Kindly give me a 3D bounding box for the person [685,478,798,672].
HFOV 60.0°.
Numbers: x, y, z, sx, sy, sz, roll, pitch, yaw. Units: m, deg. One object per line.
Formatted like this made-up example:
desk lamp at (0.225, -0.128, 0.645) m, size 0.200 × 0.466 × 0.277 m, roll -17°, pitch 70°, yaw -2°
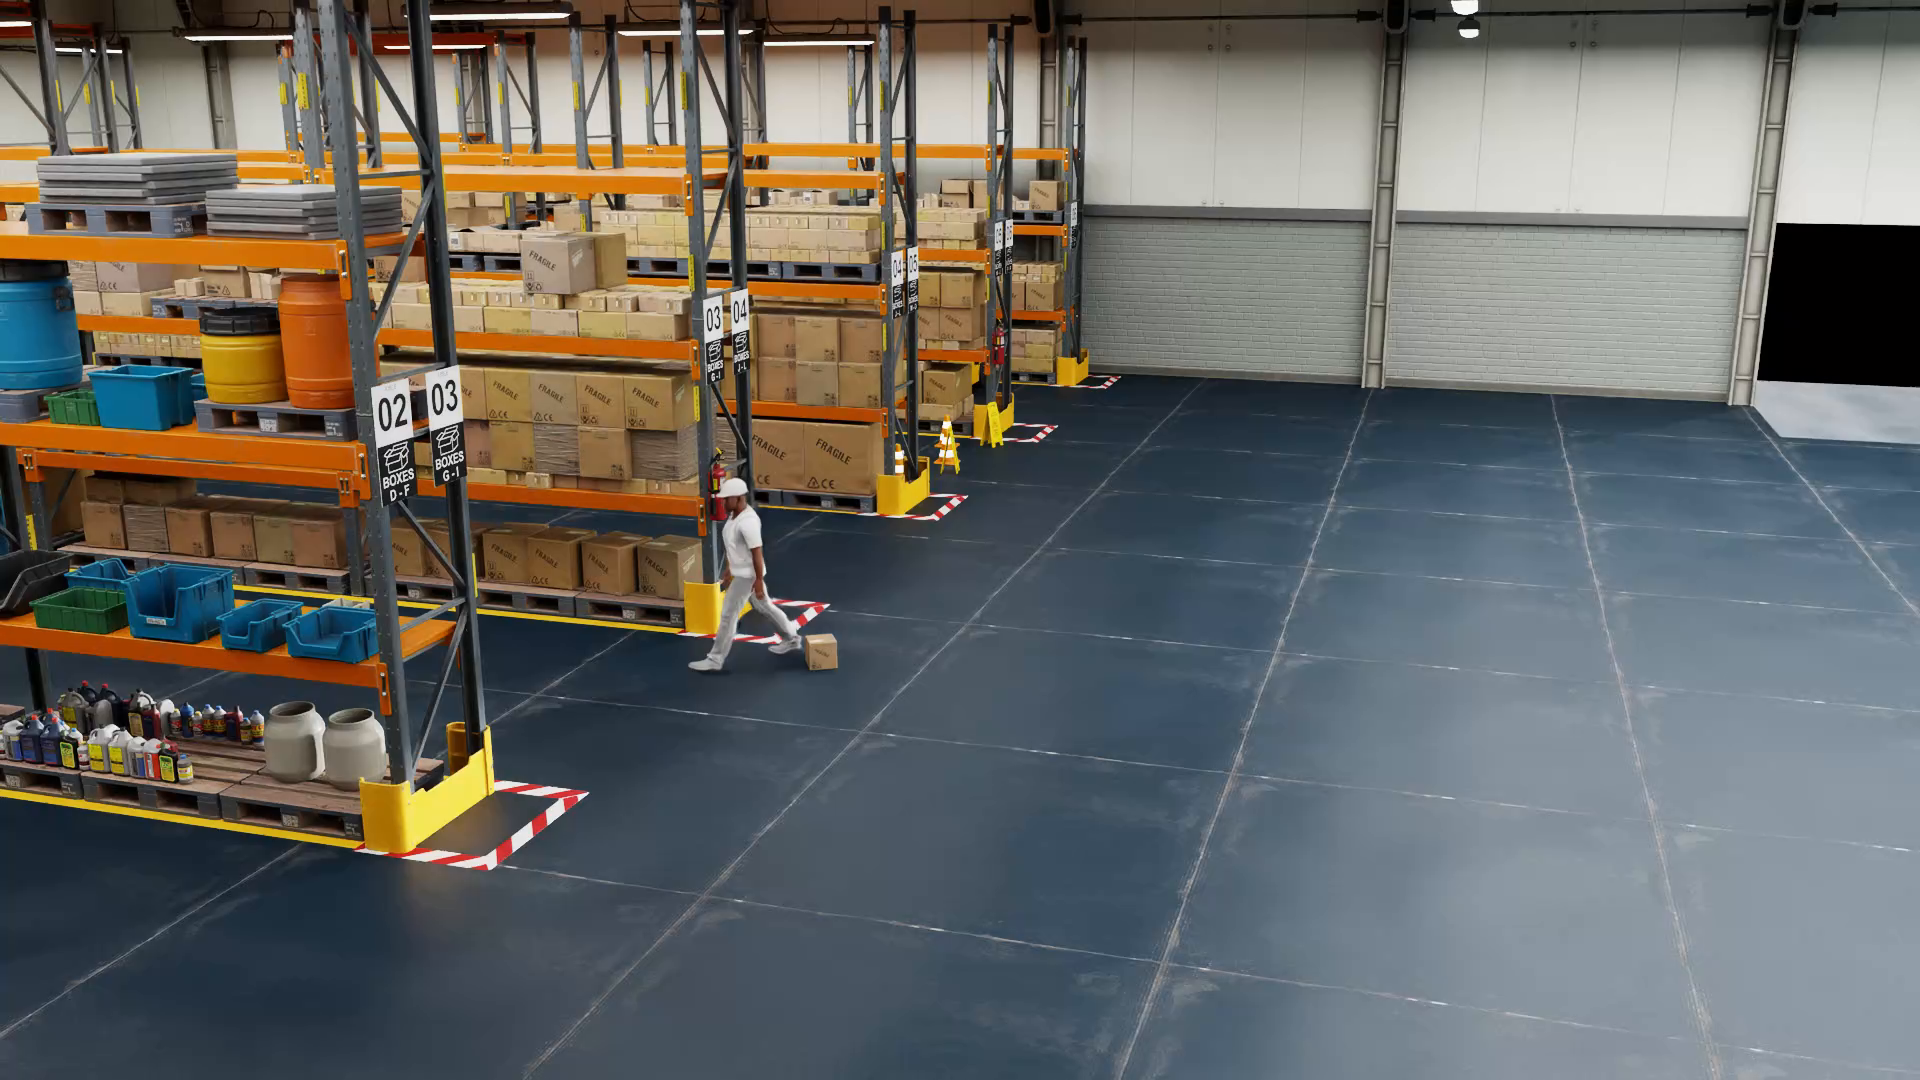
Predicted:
person at (-1.985, 0.289, 14.929) m, size 1.054 × 1.720 × 0.584 m, roll -4°, pitch 15°, yaw -14°
